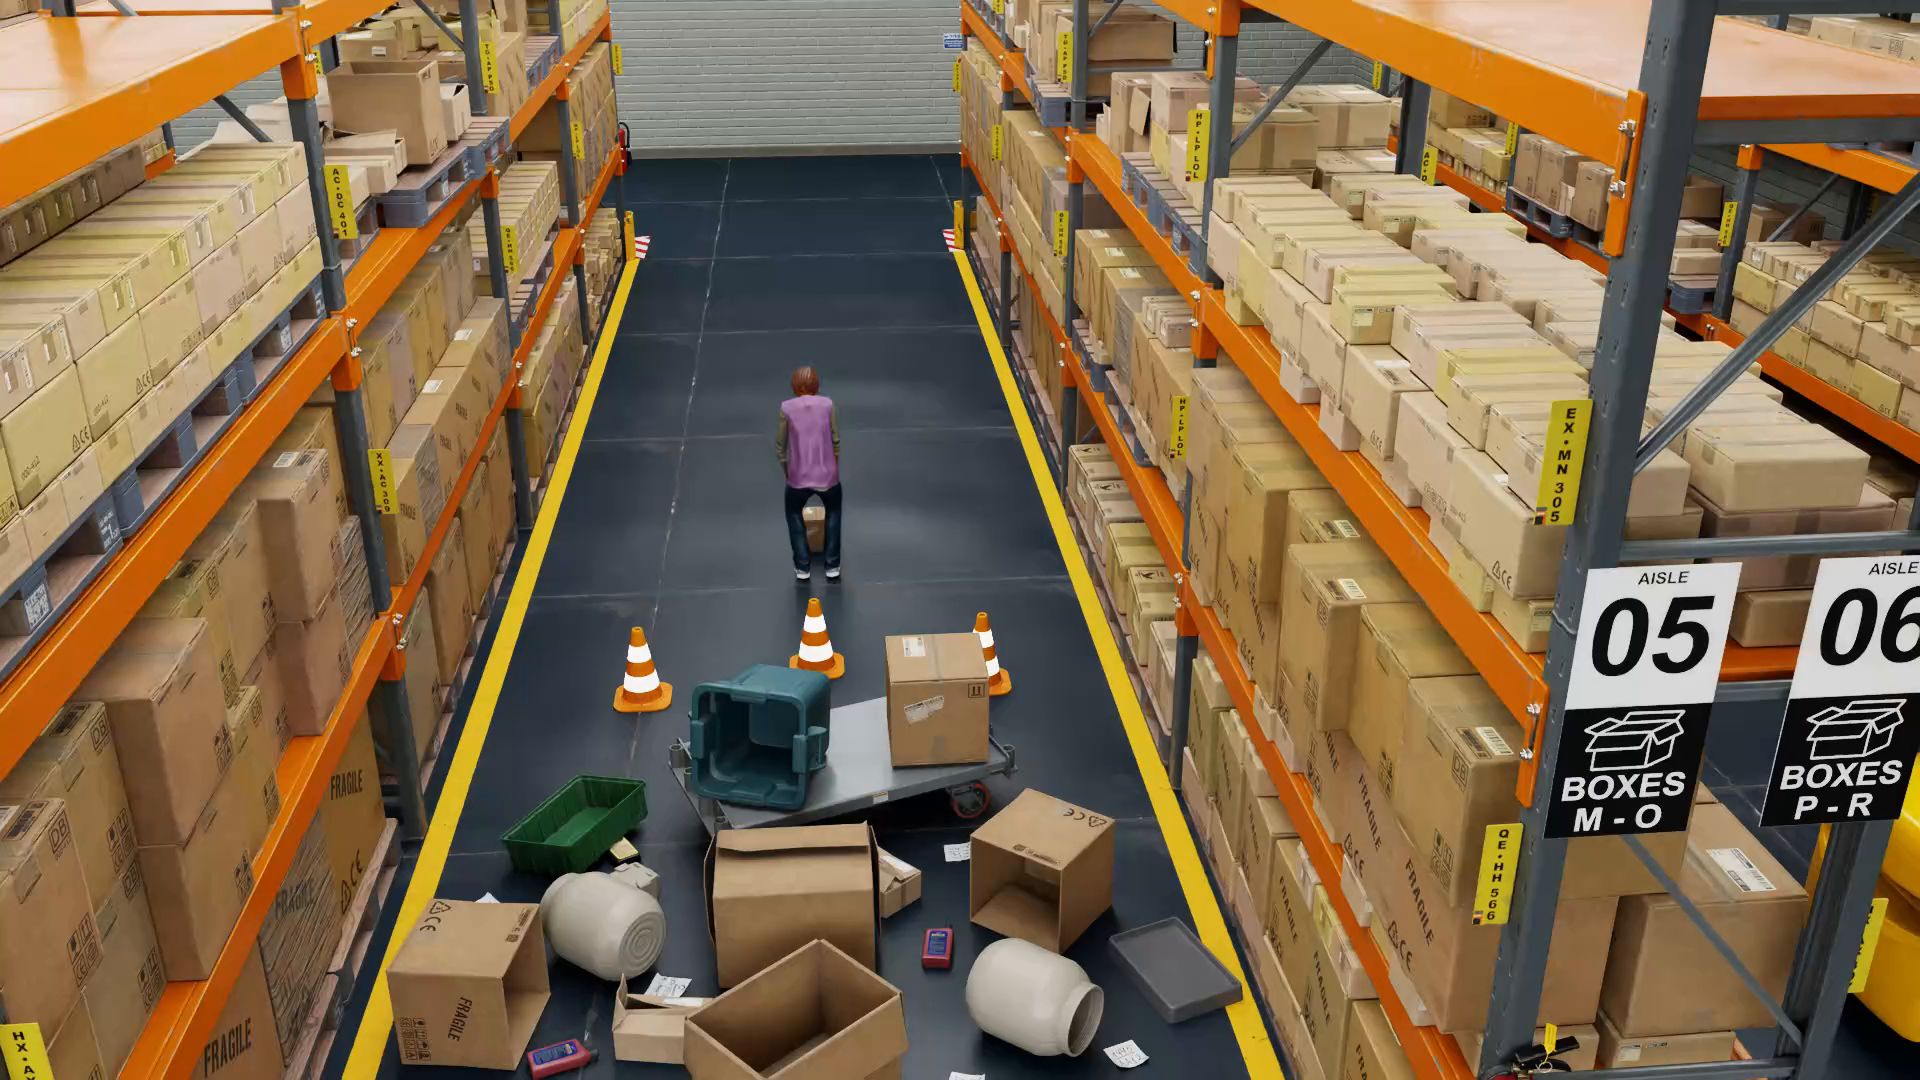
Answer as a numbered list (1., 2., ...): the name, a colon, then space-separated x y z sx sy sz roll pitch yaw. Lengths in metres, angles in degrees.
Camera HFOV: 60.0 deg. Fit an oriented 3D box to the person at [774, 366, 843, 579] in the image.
1. person: -1.024 -0.426 11.288 0.454 1.429 0.539 -2 24 -4
